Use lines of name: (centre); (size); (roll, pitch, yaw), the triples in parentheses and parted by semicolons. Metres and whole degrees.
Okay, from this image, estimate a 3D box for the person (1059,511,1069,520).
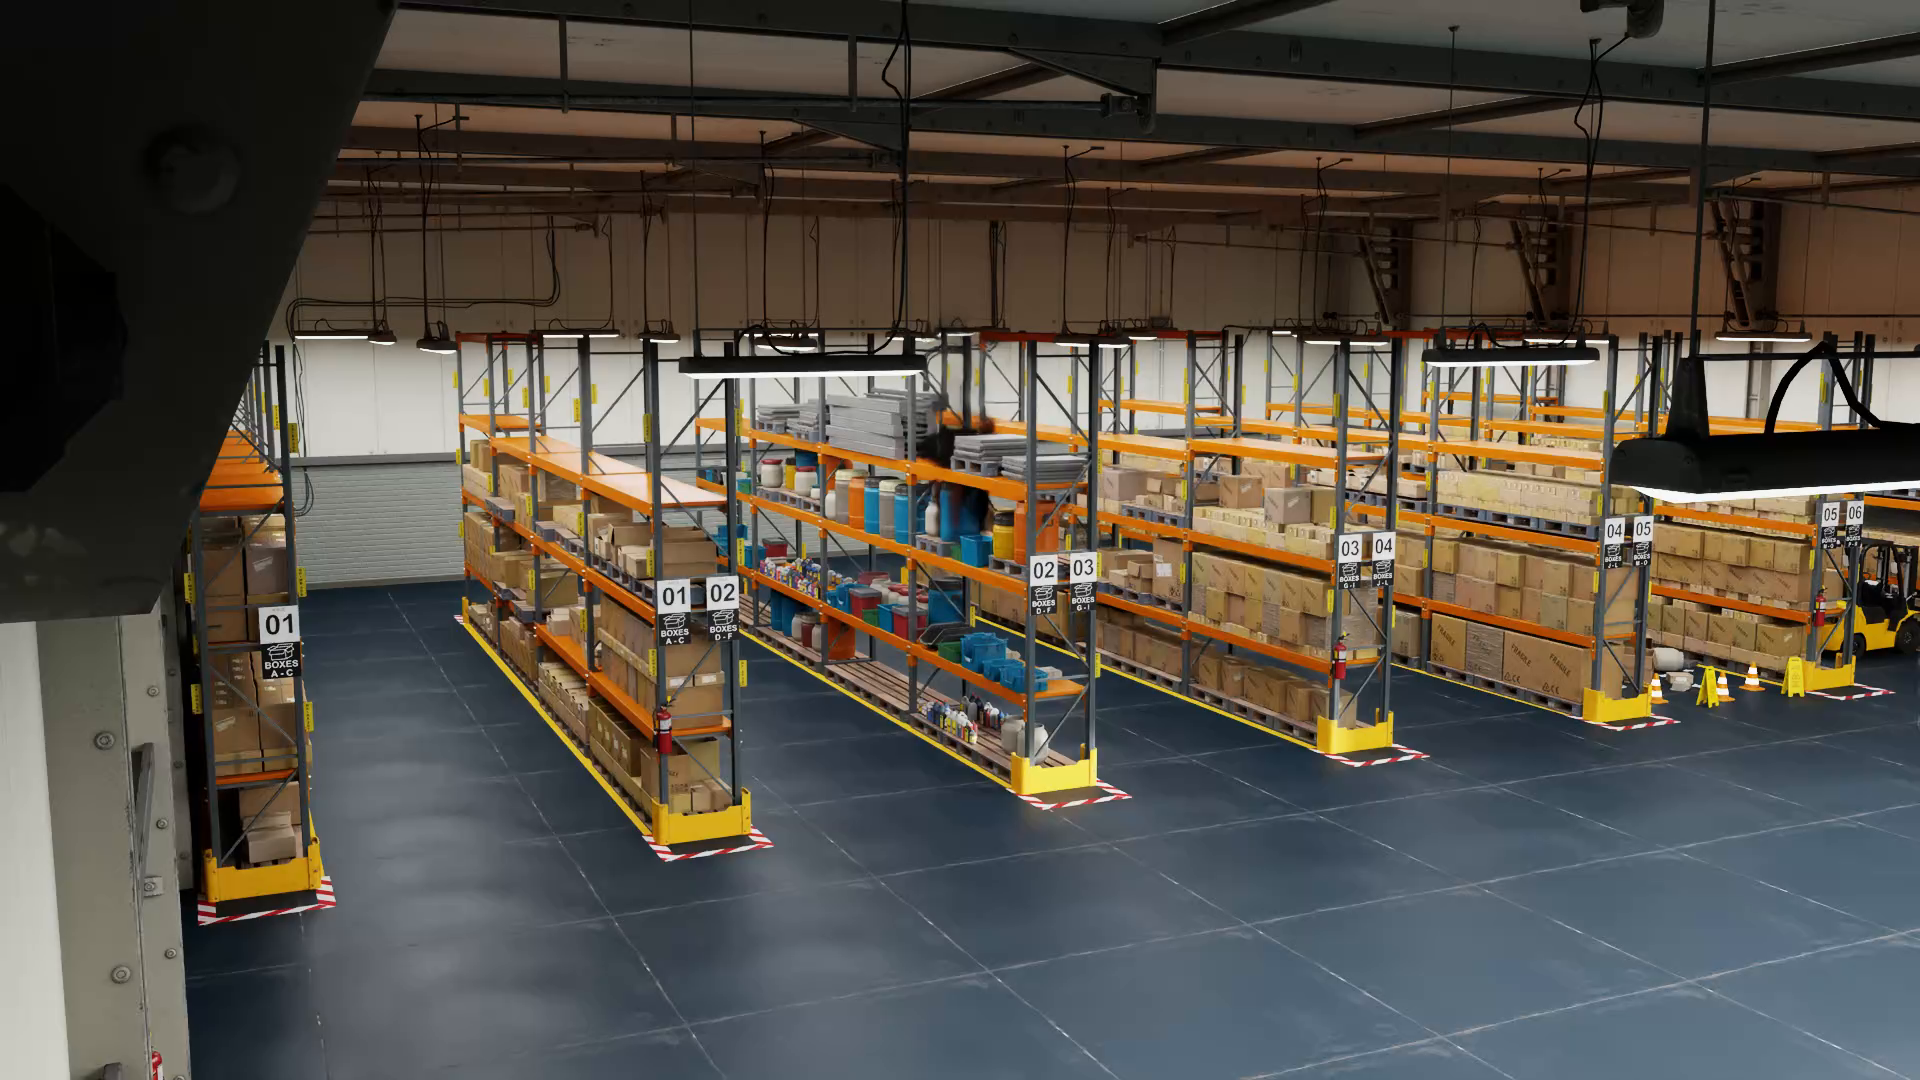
person: (2.384, 0.008, 40.470); (0.720, 1.734, 0.938); (4, 9, 25)
